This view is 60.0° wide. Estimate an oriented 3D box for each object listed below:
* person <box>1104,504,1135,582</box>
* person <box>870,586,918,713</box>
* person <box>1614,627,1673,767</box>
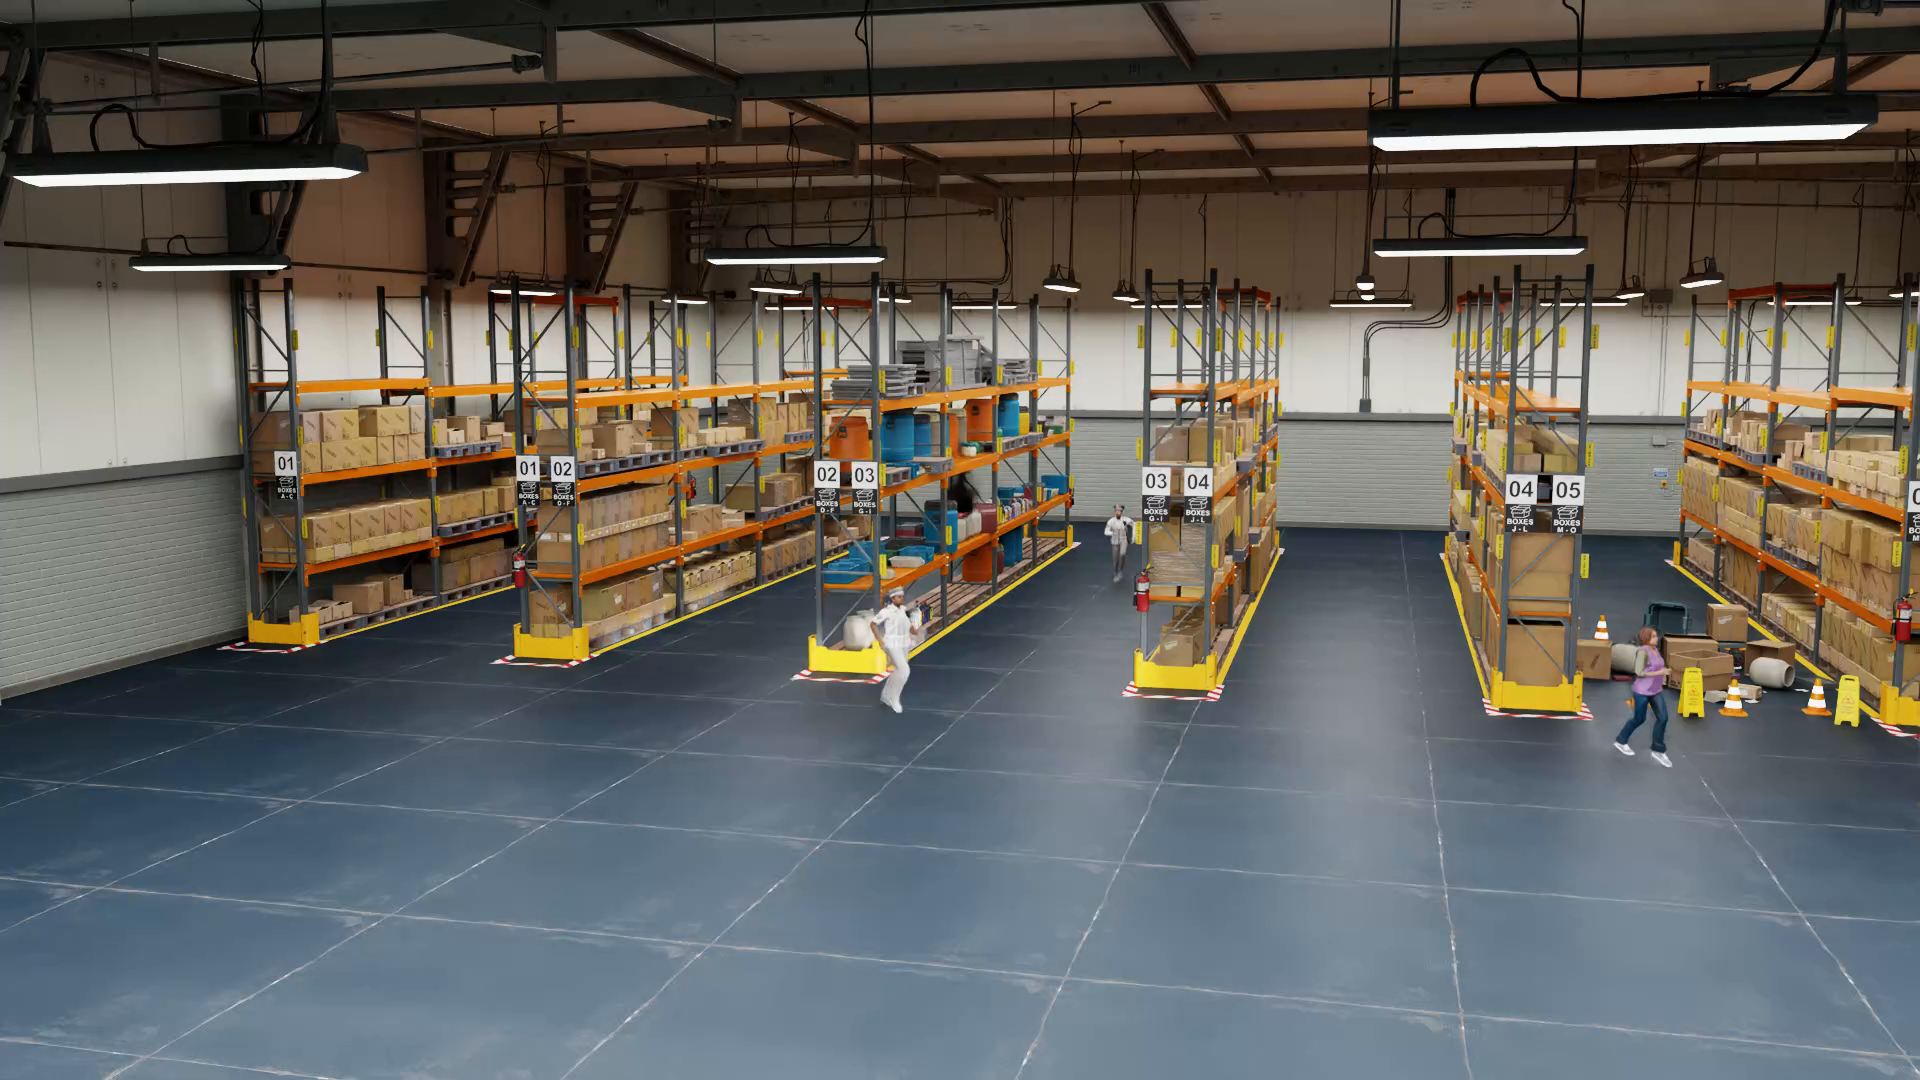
[{"bbox_3d":[3.259,0.077,33.781,0.622,1.649,0.900,2,7,15],"label":"person"},{"bbox_3d":[-0.842,1.478,22.508,0.701,1.726,0.544,5,9,38],"label":"person"},{"bbox_3d":[8.138,1.837,19.740,0.520,1.635,0.706,-4,8,-33],"label":"person"}]
